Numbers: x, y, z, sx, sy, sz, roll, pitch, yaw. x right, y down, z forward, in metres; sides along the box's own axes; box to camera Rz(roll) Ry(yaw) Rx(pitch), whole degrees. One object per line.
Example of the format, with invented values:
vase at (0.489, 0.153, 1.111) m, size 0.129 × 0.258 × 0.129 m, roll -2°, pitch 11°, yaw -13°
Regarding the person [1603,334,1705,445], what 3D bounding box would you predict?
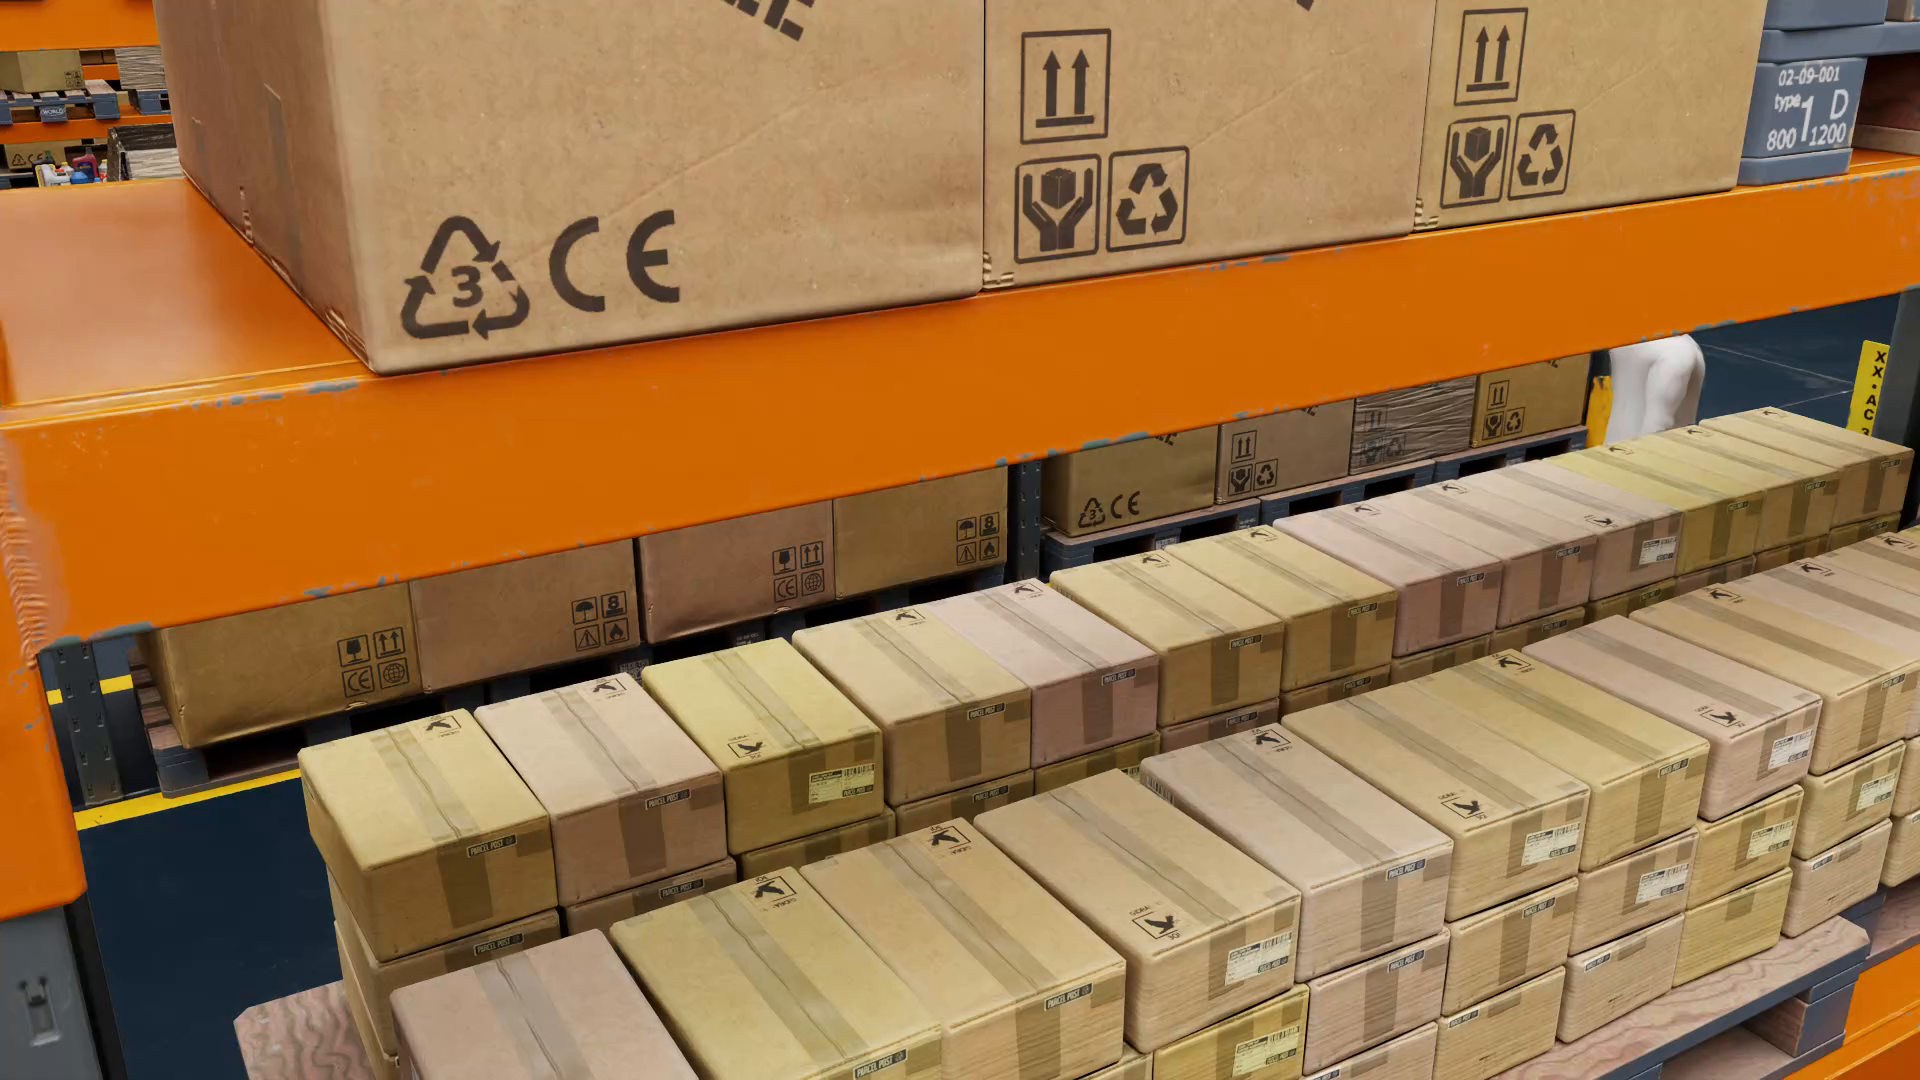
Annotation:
person at (2.780, -0.307, 6.857) m, size 1.017 × 1.739 × 0.582 m, roll -4°, pitch 22°, yaw -10°
